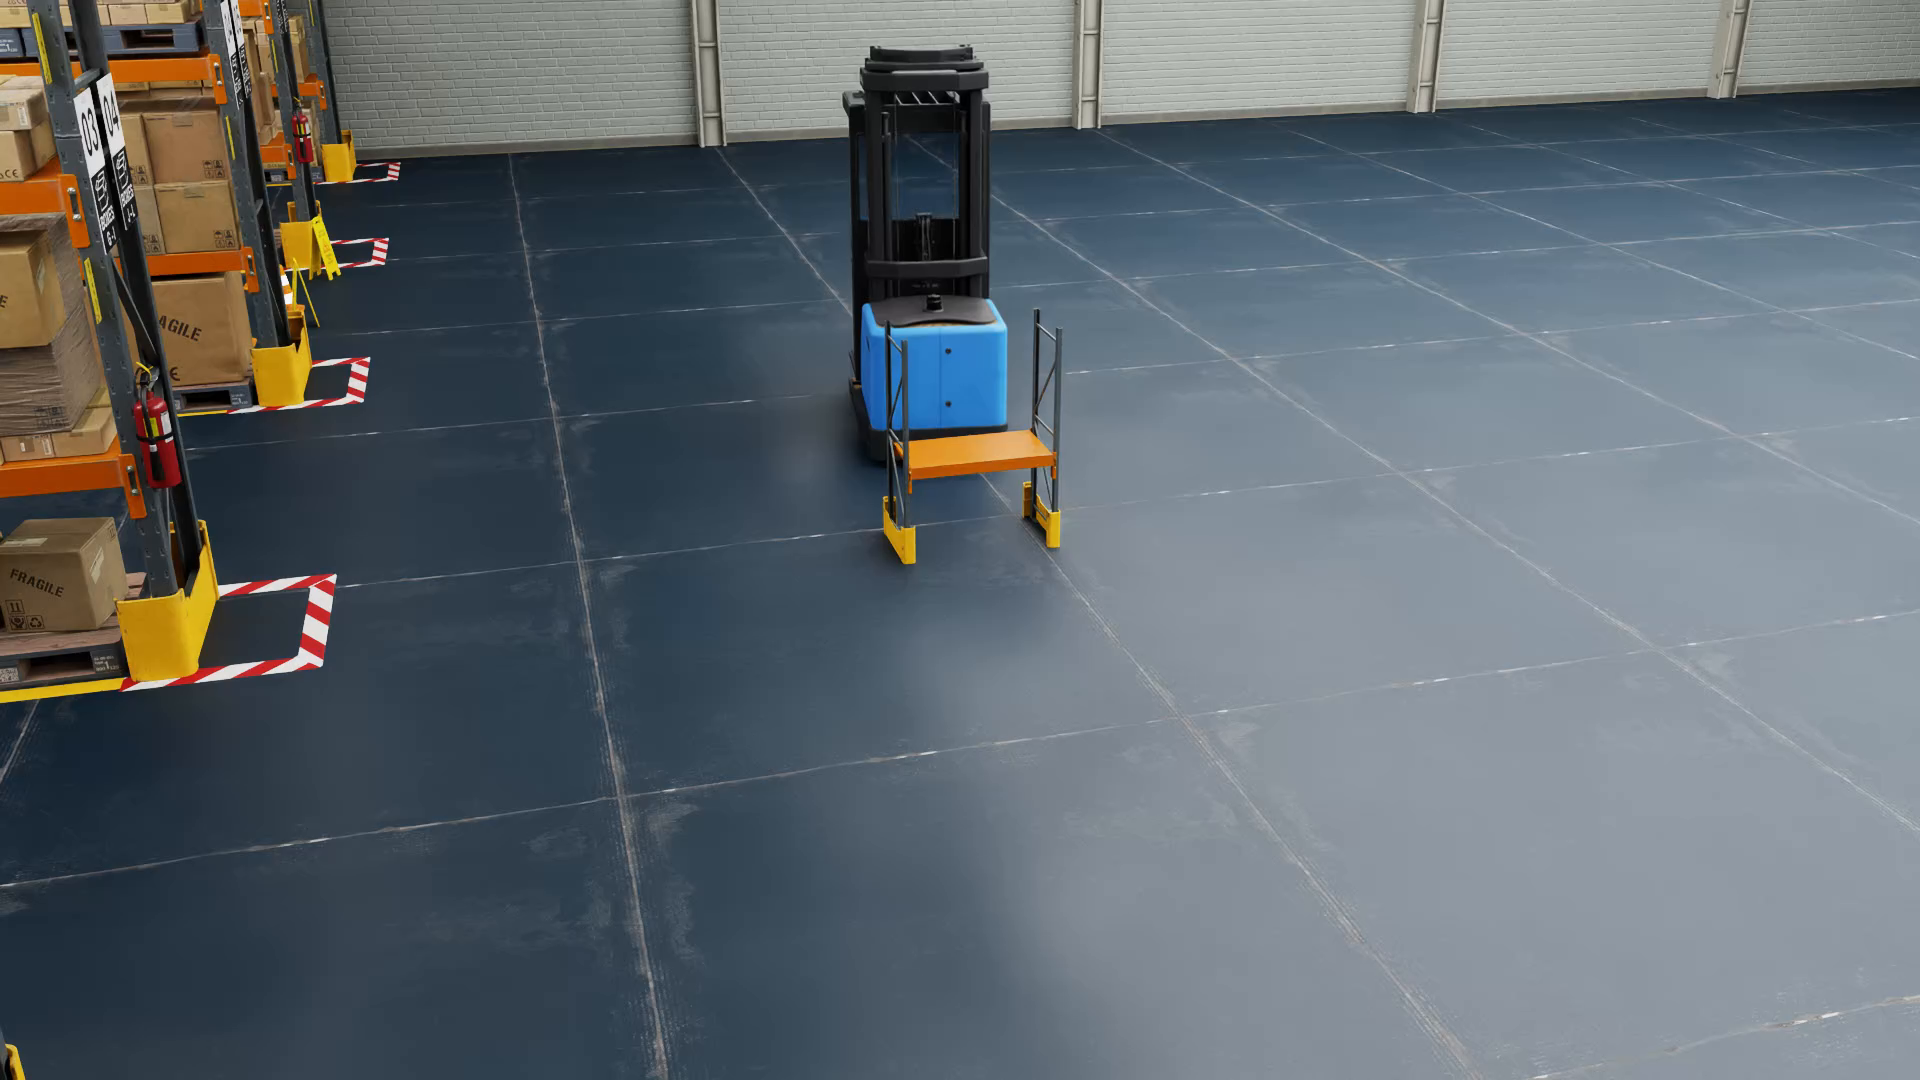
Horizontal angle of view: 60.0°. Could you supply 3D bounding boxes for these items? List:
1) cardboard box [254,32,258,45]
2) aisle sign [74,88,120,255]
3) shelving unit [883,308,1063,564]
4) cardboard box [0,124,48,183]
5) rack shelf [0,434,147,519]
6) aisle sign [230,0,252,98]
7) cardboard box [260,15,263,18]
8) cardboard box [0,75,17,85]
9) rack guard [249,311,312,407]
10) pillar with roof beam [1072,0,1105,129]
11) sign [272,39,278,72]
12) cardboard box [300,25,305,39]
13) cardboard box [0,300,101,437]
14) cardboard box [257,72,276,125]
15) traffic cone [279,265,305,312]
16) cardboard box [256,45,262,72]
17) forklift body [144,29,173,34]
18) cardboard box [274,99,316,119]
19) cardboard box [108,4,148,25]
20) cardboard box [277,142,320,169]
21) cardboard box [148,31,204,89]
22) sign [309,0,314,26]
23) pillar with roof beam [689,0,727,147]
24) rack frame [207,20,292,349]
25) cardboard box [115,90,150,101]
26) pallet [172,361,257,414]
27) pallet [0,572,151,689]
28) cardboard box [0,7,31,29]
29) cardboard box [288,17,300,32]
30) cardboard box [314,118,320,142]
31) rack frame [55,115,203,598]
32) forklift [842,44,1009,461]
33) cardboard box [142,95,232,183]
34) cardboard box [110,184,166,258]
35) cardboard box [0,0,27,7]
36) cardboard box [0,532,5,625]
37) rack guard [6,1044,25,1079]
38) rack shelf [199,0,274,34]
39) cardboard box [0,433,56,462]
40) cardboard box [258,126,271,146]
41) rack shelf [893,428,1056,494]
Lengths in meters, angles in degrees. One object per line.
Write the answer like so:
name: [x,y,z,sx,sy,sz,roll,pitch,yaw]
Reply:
cardboard box: [-9.379,-6.622,21.930,0.250,0.149,0.380,-6,24,-13]
aisle sign: [-4.455,-1.905,8.589,0.004,0.787,0.394,-6,24,-14]
shelving unit: [0.073,-0.697,10.973,1.083,1.500,0.587,-6,24,-14]
cardboard box: [-4.991,-1.979,8.445,0.500,0.250,0.500,-6,24,-13]
rack shelf: [-6.521,-0.274,8.997,4.000,0.370,1.077,-6,24,-14]
aisle sign: [-5.850,-4.028,13.536,0.004,0.787,0.394,-6,24,-14]
cardboard box: [-9.271,-6.986,22.400,0.250,0.149,0.380,-5,24,-13]
cardboard box: [-5.199,-2.378,8.869,0.250,0.149,0.380,-6,24,-13]
rack guard: [-5.815,-1.565,14.264,0.348,0.500,1.175,-6,24,-14]
pillar with roof beam: [3.186,-9.133,21.123,0.400,9.000,9.100,-6,24,-14]
sign: [-7.142,-5.045,17.334,0.005,0.325,0.100,-6,24,-14]
cardboard box: [-9.013,-6.871,22.509,0.250,0.149,0.380,-7,24,-16]
cardboard box: [-5.132,-0.952,9.161,0.500,0.500,0.875,-6,24,-14]
cardboard box: [-7.803,-4.818,18.170,0.500,0.500,0.500,-7,24,-15]
traffic cone: [-6.710,-2.494,16.475,0.334,0.463,0.336,-6,24,-14]
cardboard box: [-9.521,-6.306,22.016,0.500,0.500,0.500,-6,24,-13]
forklift body: [-9.950,-5.180,20.594,1.214,2.155,2.313,-6,24,-14]
cardboard box: [-9.130,-5.874,22.822,0.500,0.250,0.500,-7,24,-15]
cardboard box: [-6.309,-4.023,12.677,0.250,0.149,0.380,-6,24,-14]
cardboard box: [-8.984,-5.224,22.574,0.500,0.250,0.500,-6,24,-14]
cardboard box: [-8.194,-5.034,17.406,0.500,0.500,0.700,-6,24,-14]
sign: [-8.483,-6.898,21.753,0.005,0.325,0.100,-6,24,-14]
pillar with roof beam: [-2.591,-8.494,19.633,0.400,9.000,9.100,-6,24,-14]
rack frame: [-5.838,-2.712,13.765,0.127,3.000,1.000,-6,24,-14]
cardboard box: [-8.686,-4.497,17.422,0.500,0.500,0.500,-6,24,-15]
pallet: [-6.586,-1.315,14.048,1.213,0.211,1.003,-6,24,-14]
pallet: [-5.460,0.545,9.712,1.213,0.211,1.003,-6,24,-14]
cardboard box: [-7.047,-3.941,12.486,0.250,0.149,0.380,-7,24,-15]
cardboard box: [-8.904,-6.827,22.030,0.250,0.149,0.380,-6,24,-14]
cardboard box: [-9.125,-5.652,22.939,0.500,0.250,0.500,-6,24,-13]
rack frame: [-4.595,-0.818,9.352,0.127,3.000,1.000,-6,24,-14]
forklift: [-0.343,-2.485,13.324,1.130,2.935,3.031,-3,23,-7]
cardboard box: [-6.205,-3.252,13.465,0.550,0.550,0.875,-6,24,-14]
cardboard box: [-6.706,-2.657,13.448,0.550,0.550,0.875,-6,24,-14]
cardboard box: [-7.199,-4.132,12.426,0.500,0.250,0.500,-6,24,-15]
cardboard box: [-5.767,0.275,9.443,0.500,0.500,0.500,0,23,0]
rack guard: [-3.318,2.237,5.402,0.348,0.500,1.175,-6,24,-14]
rack shelf: [-9.198,-5.415,17.174,4.000,0.370,1.077,-6,24,-14]
cardboard box: [-5.055,-0.567,9.086,0.250,0.149,0.380,-6,24,-14]
cardboard box: [-7.574,-4.344,17.888,0.250,0.149,0.380,-5,24,-13]
rack shelf: [0.082,-0.533,11.046,1.000,0.185,0.538,-6,24,-14]
